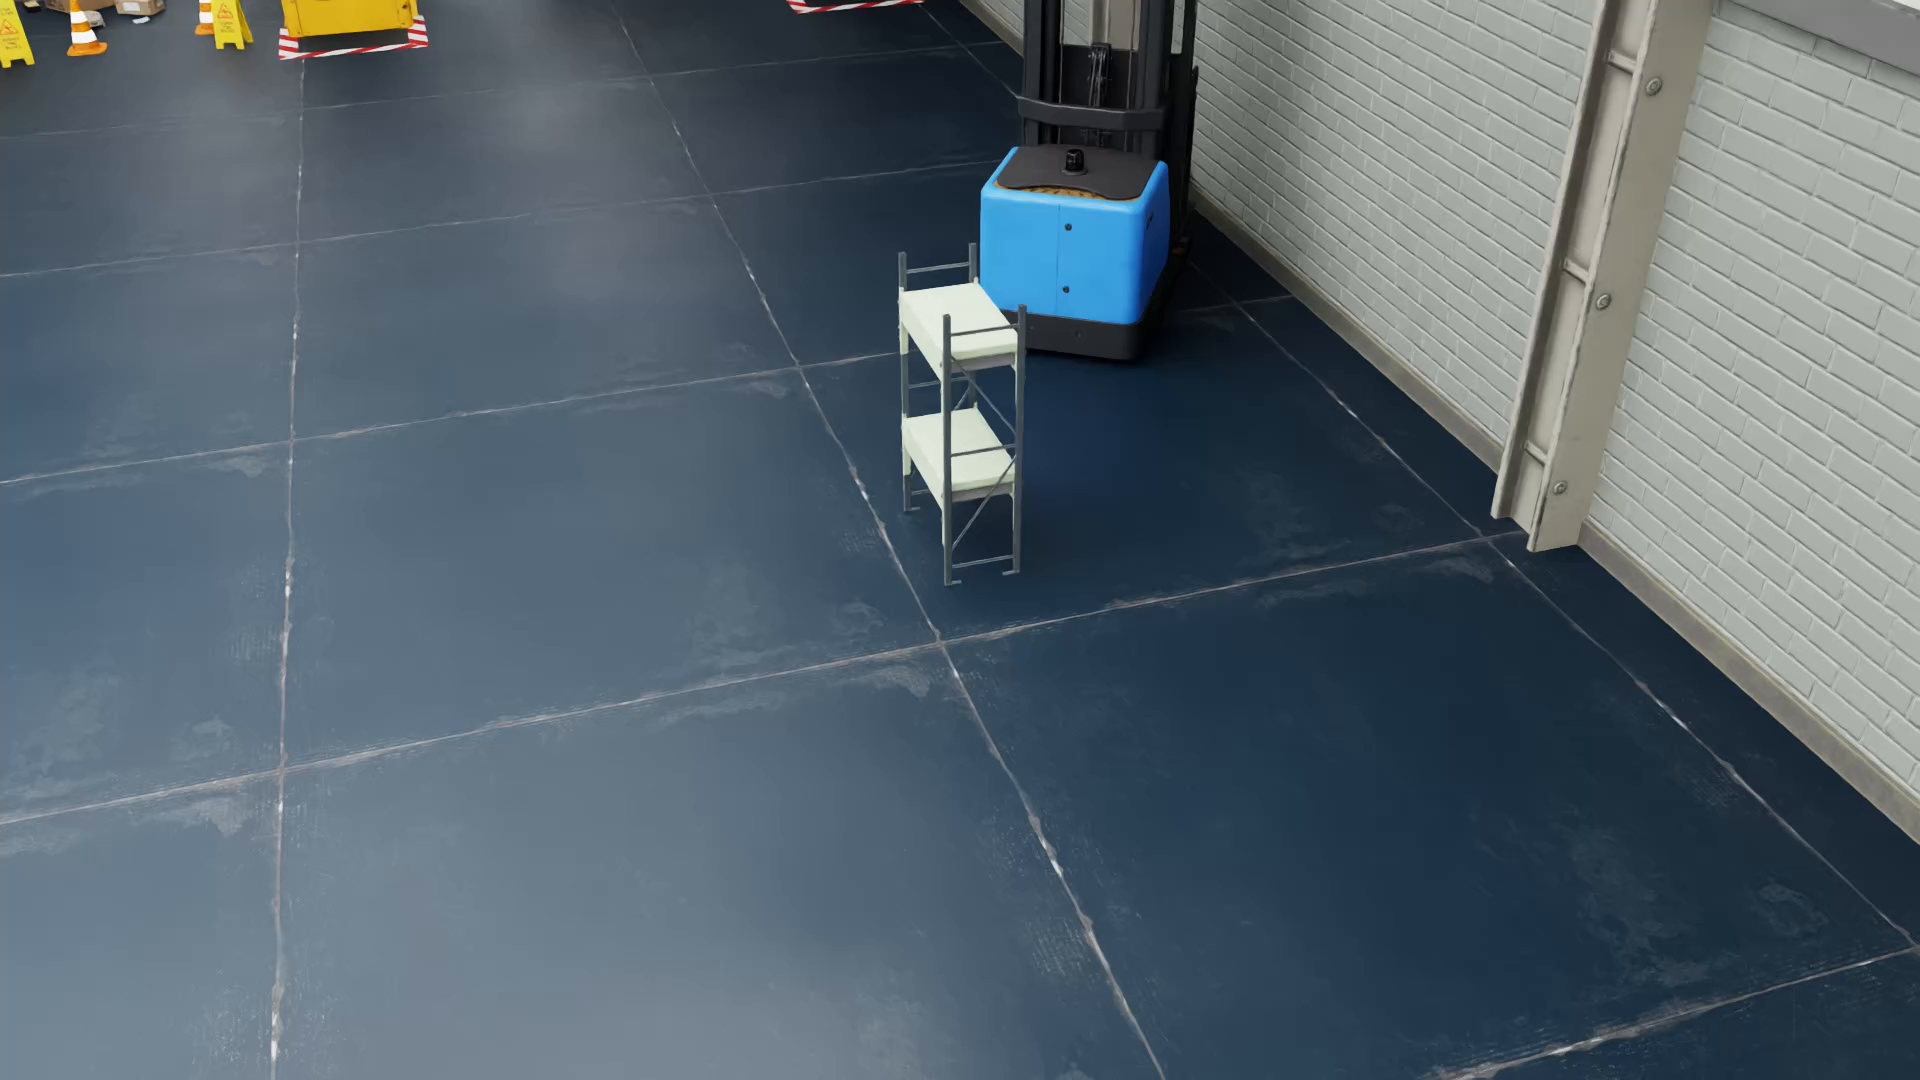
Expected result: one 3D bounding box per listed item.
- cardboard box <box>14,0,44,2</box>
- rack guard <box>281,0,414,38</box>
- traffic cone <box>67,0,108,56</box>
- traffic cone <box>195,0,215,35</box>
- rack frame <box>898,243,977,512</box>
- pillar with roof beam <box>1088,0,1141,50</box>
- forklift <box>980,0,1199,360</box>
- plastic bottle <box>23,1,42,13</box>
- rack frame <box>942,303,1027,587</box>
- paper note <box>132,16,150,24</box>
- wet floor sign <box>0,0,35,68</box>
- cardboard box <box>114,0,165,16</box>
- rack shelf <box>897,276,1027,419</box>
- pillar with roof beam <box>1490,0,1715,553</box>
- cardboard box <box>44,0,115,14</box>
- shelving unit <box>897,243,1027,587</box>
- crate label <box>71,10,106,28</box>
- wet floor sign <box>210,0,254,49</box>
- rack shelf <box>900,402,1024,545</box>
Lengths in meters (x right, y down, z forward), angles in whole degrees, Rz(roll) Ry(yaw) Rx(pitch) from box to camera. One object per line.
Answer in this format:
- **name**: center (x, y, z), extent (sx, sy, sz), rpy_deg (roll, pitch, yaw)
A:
- **cardboard box**: center (-9.597, -5.743, 17.200), extent (0.396, 0.266, 0.258), rpy_deg (-4, 34, -6)
- **rack guard**: center (-5.995, -5.259, 16.255), extent (1.175, 0.500, 0.348), rpy_deg (-10, 35, -15)
- **traffic cone**: center (-8.285, -4.847, 15.666), extent (0.336, 0.463, 0.334), rpy_deg (-10, 35, -15)
- **traffic cone**: center (-7.331, -5.212, 16.218), extent (0.336, 0.463, 0.334), rpy_deg (-10, 35, -15)
- **rack frame**: center (-0.110, -0.814, 8.622), extent (0.400, 1.500, 0.023), rpy_deg (-10, 35, -15)
- **pillar with roof beam**: center (-2.869, -6.244, 10.038), extent (9.100, 9.000, 0.400), rpy_deg (-10, 35, -15)
- **forklift**: center (1.010, -3.145, 10.851), extent (1.130, 2.935, 3.031), rpy_deg (9, 35, 13)
- **plastic bottle**: center (-9.441, -5.426, 16.907), extent (0.133, 0.061, 0.283), rpy_deg (-23, 40, -31)
- **rack frame**: center (0.114, -0.430, 8.040), extent (0.400, 1.500, 0.023), rpy_deg (-10, 35, -15)
- **paper note**: center (-8.155, -5.185, 16.569), extent (0.148, 0.019, 0.142), rpy_deg (-23, 40, -31)
- **wet floor sign**: center (-8.760, -4.712, 15.295), extent (0.267, 0.644, 0.232), rpy_deg (-16, 37, -23)
- **cardboard box**: center (-8.295, -5.421, 16.818), extent (0.380, 0.149, 0.250), rpy_deg (7, 34, 10)
- **rack shelf**: center (0.002, -0.948, 8.116), extent (0.431, 0.370, 0.720), rpy_deg (-10, 35, -15)
- **pillar with roof beam**: center (-1.039, -3.094, 5.270), extent (9.100, 9.000, 0.400), rpy_deg (-10, 35, -15)
- **cardboard box**: center (-8.918, -5.717, 16.945), extent (0.637, 0.503, 0.797), rpy_deg (19, 38, 26)
- **shelving unit**: center (0.002, -0.622, 8.331), extent (0.431, 1.500, 0.755), rpy_deg (-10, 35, -15)
- **crate label**: center (-8.583, -5.114, 16.364), extent (0.298, 0.136, 0.250), rpy_deg (27, 42, 34)
- **wet floor sign**: center (-6.933, -5.000, 15.731), extent (0.267, 0.644, 0.232), rpy_deg (1, 33, 2)
- **rack shelf**: center (0.002, -0.350, 8.511), extent (0.431, 0.370, 0.720), rpy_deg (-10, 35, -15)
